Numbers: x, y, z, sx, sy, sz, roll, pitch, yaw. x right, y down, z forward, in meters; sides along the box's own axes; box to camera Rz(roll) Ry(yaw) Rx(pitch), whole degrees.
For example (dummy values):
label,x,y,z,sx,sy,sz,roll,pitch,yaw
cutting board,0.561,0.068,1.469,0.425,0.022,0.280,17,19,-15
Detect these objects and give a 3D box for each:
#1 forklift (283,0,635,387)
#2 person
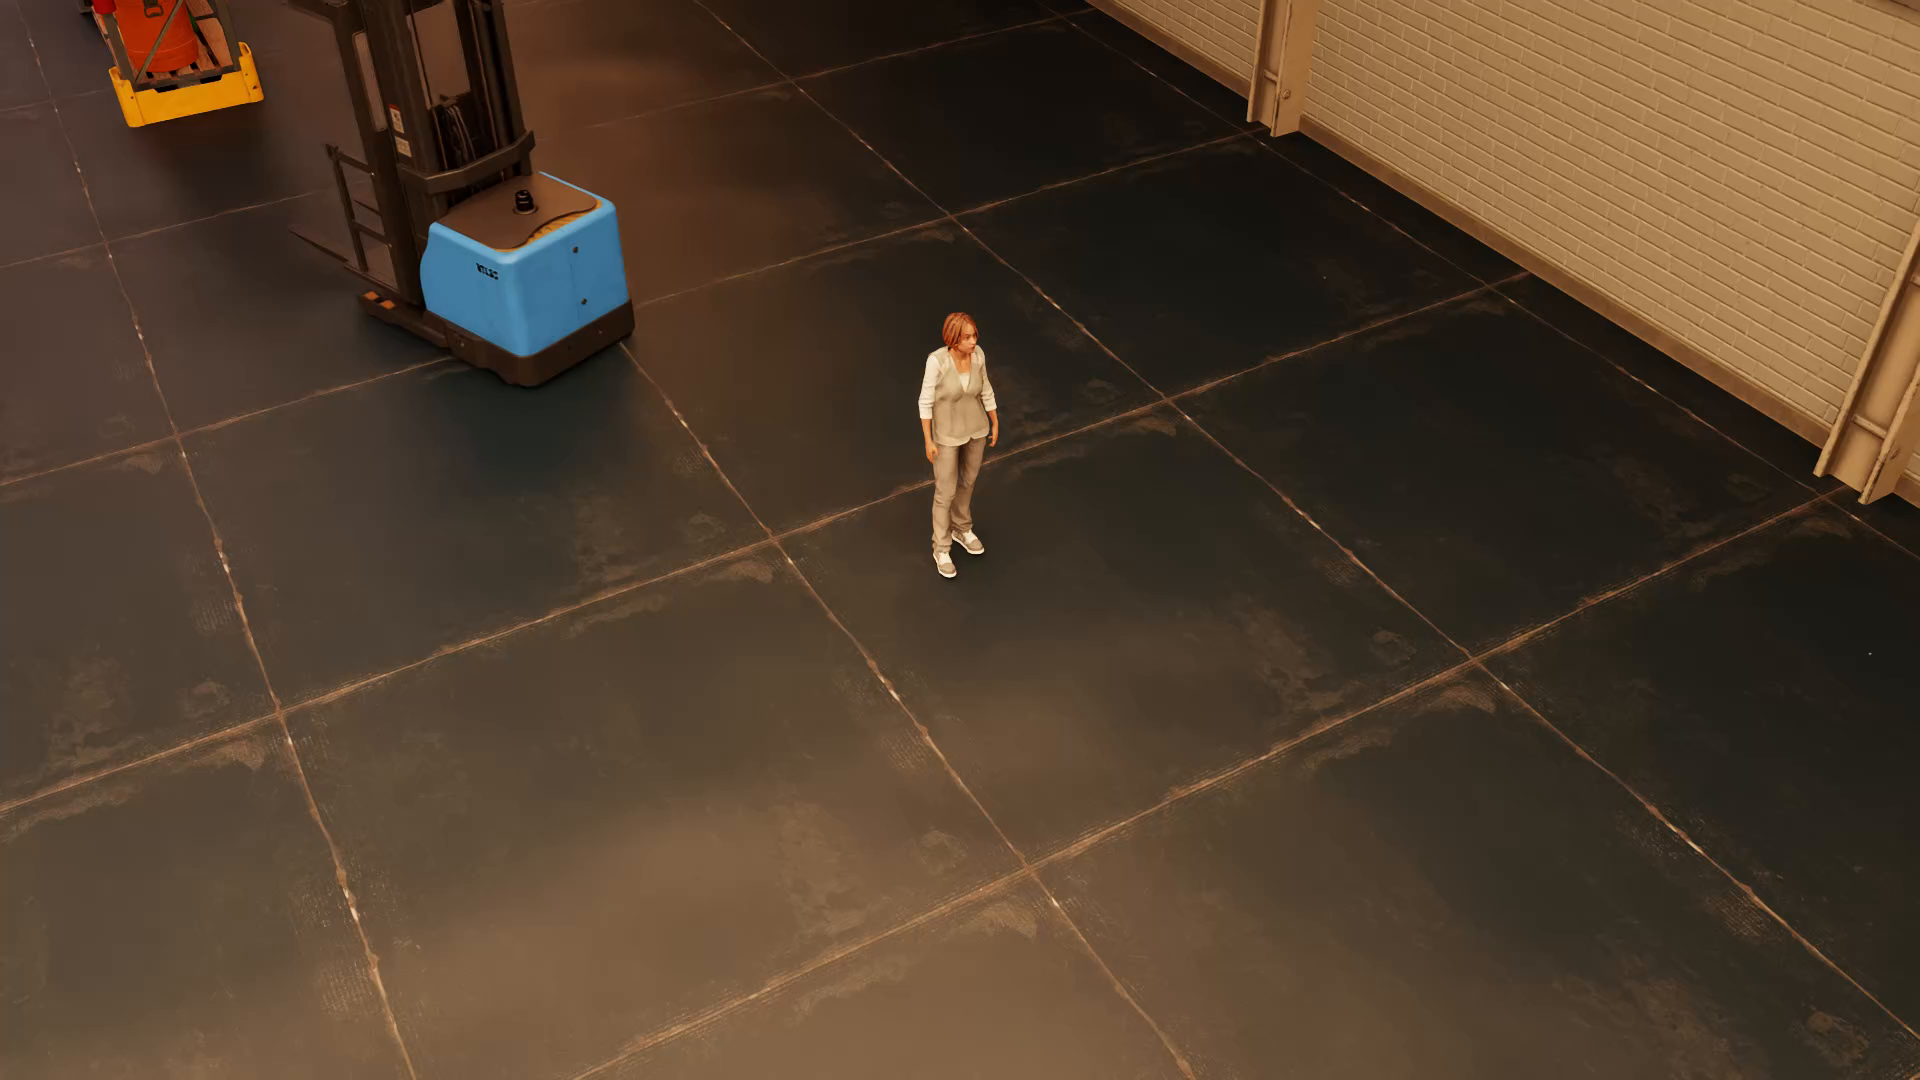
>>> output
label,x,y,z,sx,sy,sz,roll,pitch,yaw
forklift,-3.834,-2.964,11.610,3.031,2.935,1.130,26,46,28
person,0.024,-0.575,9.763,0.520,1.597,0.475,-20,44,-23
